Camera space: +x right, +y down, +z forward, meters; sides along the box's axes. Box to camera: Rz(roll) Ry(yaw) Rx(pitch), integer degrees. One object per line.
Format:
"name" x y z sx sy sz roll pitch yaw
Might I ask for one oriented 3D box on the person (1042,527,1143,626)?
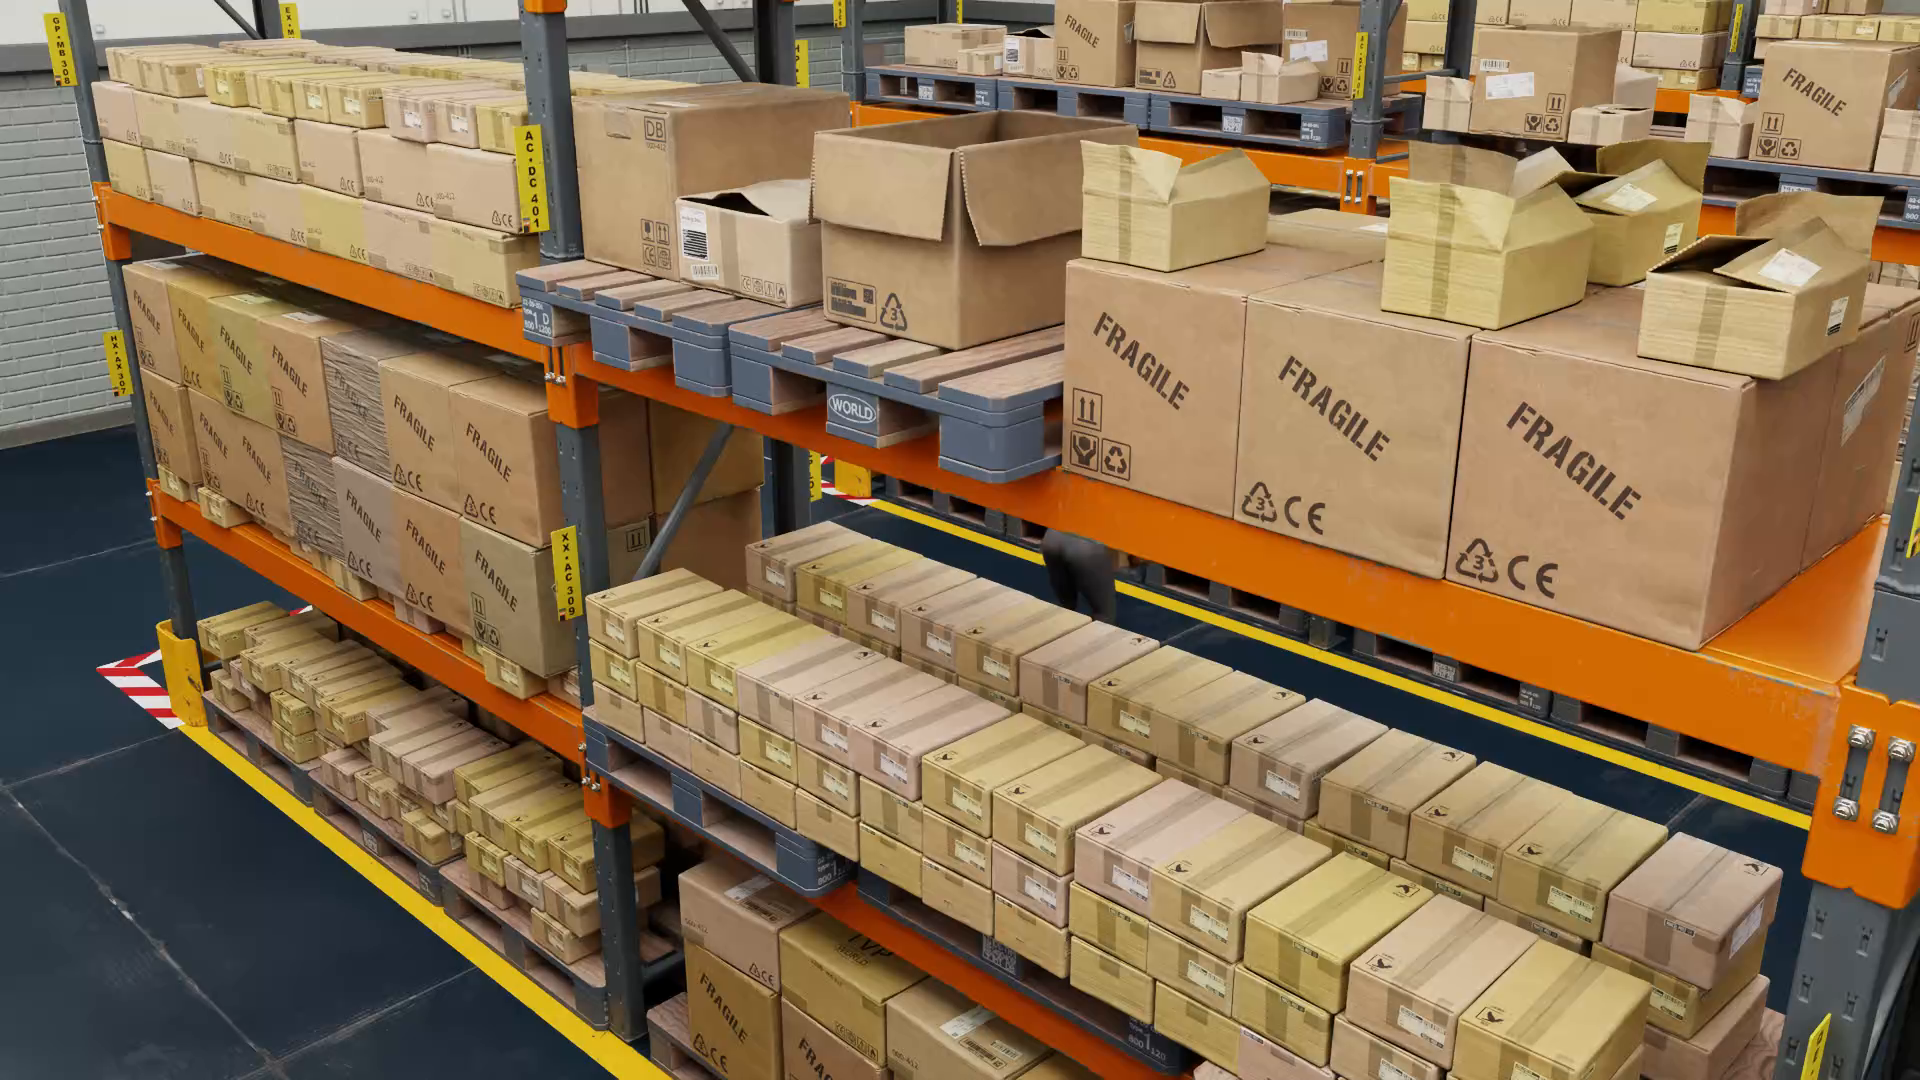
"person" 0.725 0.059 9.123 0.415 1.531 0.614 18 27 40
